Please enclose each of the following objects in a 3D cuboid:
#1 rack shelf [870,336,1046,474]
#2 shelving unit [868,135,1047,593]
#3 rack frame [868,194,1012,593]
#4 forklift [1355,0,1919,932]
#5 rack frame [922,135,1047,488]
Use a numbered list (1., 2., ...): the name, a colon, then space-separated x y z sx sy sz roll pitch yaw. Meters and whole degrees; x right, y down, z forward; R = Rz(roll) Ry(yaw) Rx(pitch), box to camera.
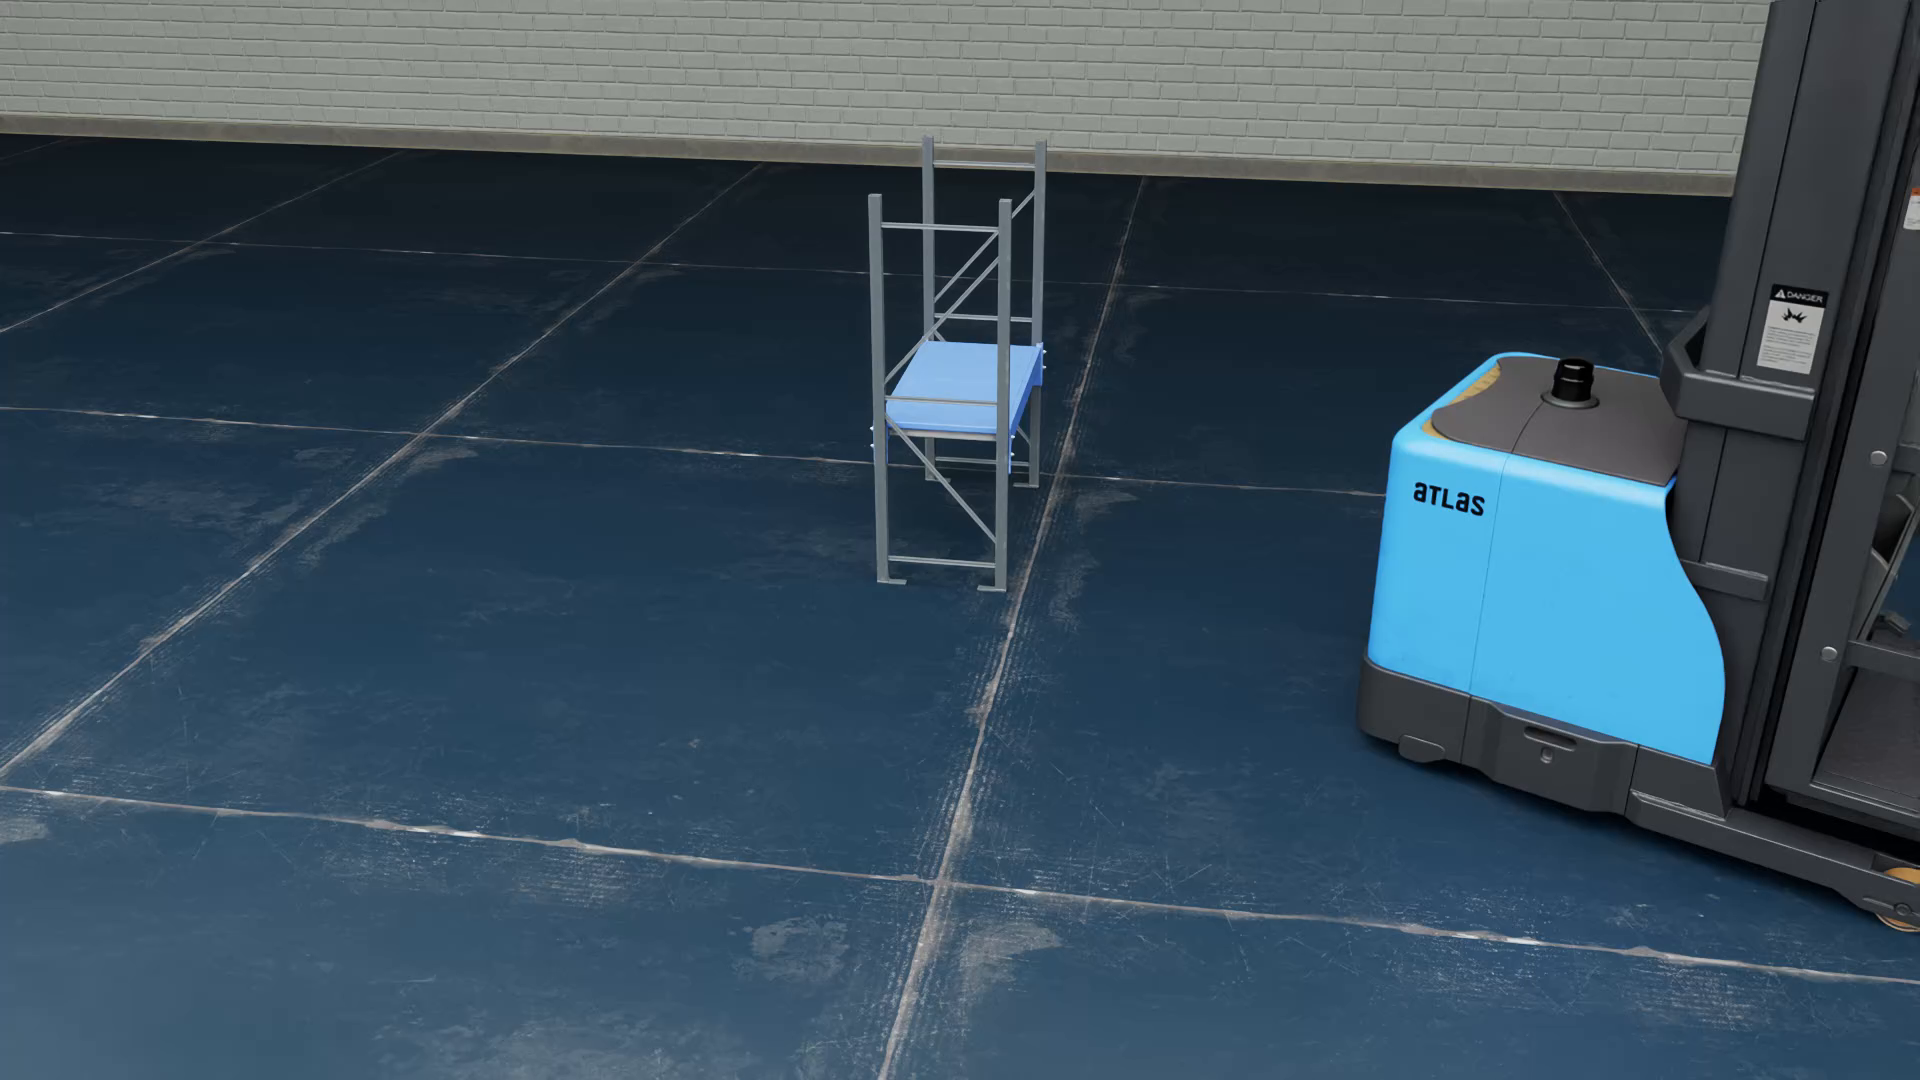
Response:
1. rack shelf: 0.014 -0.552 6.585 0.538 0.185 1.000 4 25 9
2. shelving unit: 0.014 -0.715 6.508 0.538 1.500 1.048 4 25 9
3. rack frame: -0.069 -0.502 6.054 0.500 1.500 0.032 4 25 9
4. forklift: 2.769 -0.481 4.320 3.031 2.935 1.130 16 30 31
5. rack frame: 0.097 -0.928 6.962 0.500 1.500 0.032 4 25 9
